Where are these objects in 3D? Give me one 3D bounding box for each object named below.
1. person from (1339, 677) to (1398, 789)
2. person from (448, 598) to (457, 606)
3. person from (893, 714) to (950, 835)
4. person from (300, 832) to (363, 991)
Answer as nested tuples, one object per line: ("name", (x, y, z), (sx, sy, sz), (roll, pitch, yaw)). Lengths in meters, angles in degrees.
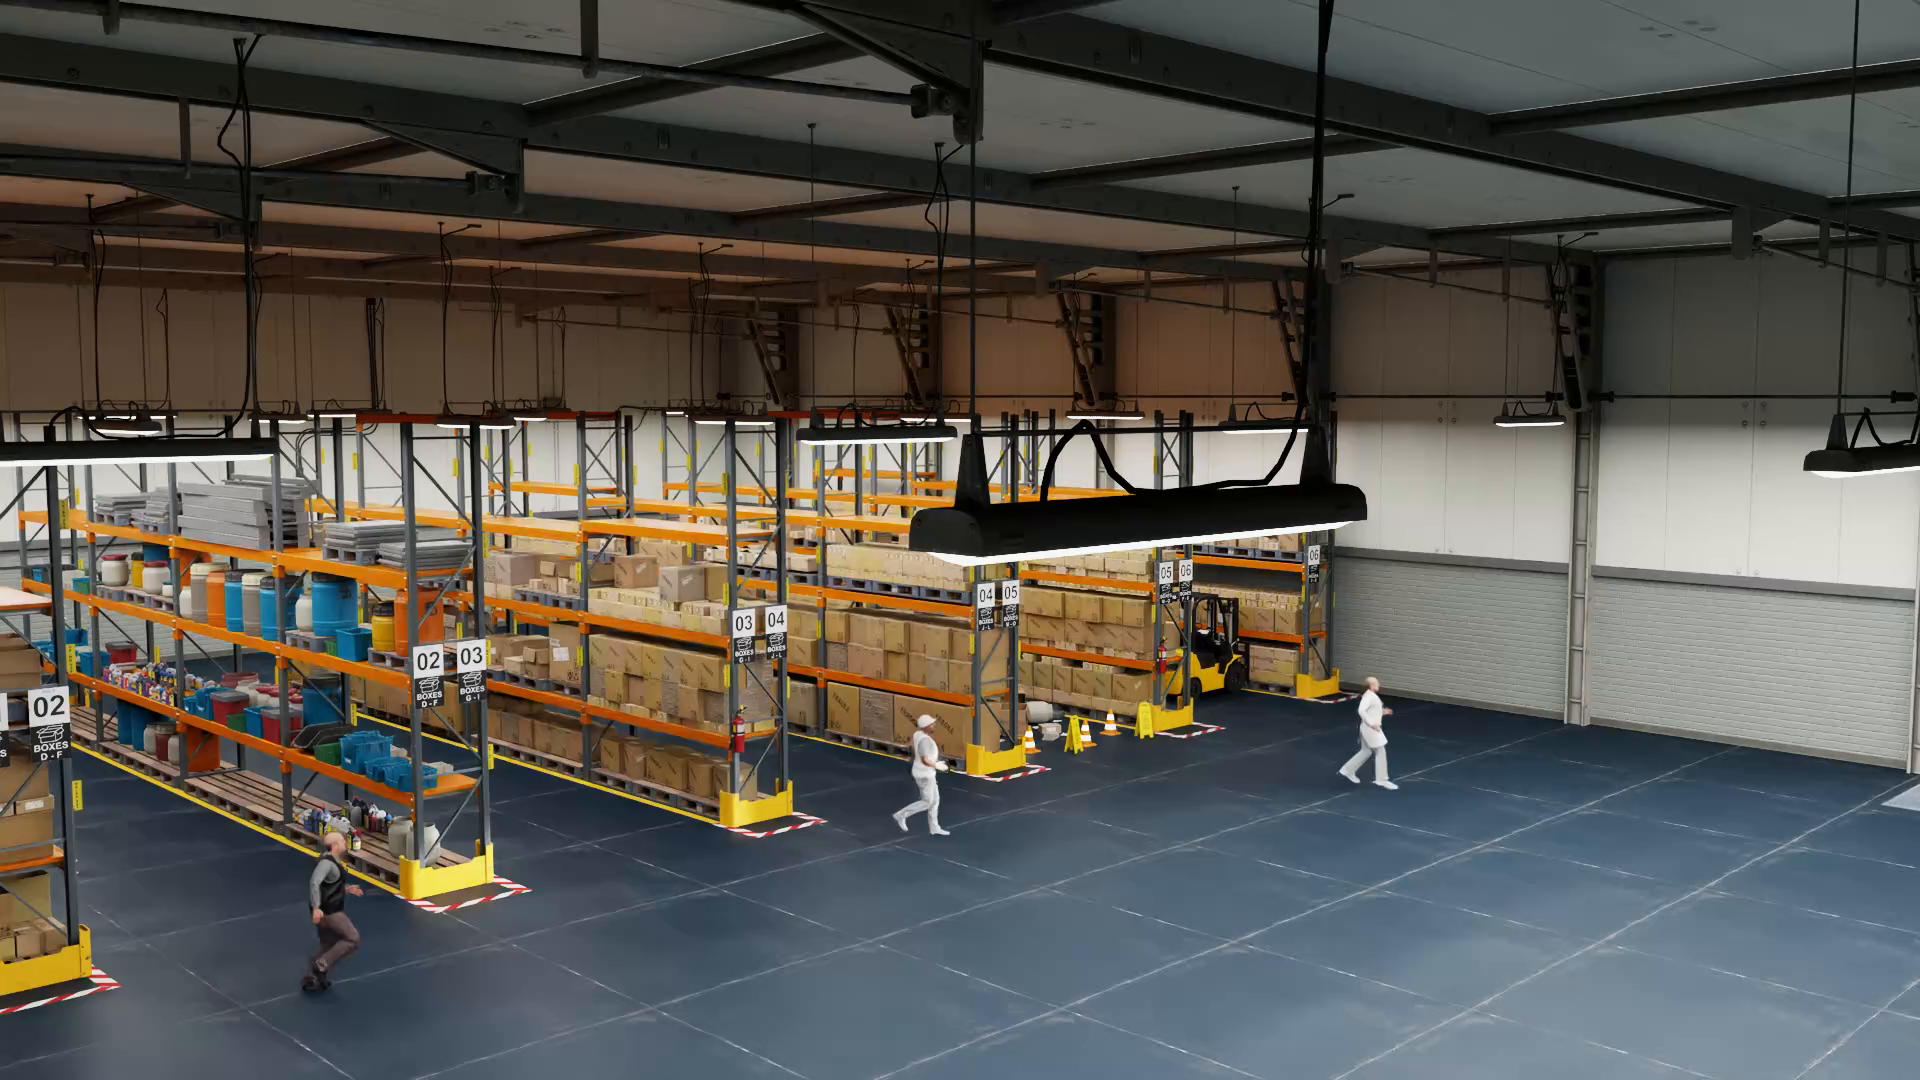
("person", (6.612, 3.105, 26.854), (0.918, 1.805, 0.667), (0, 5, 4))
("person", (-11.650, 2.138, 37.963), (0.698, 1.760, 0.907), (-2, 5, -18))
("person", (-0.562, 3.389, 23.905), (0.854, 1.779, 0.689), (-1, 5, -10))
("person", (-6.703, 3.948, 17.718), (0.667, 1.664, 0.662), (-3, 6, -28))
